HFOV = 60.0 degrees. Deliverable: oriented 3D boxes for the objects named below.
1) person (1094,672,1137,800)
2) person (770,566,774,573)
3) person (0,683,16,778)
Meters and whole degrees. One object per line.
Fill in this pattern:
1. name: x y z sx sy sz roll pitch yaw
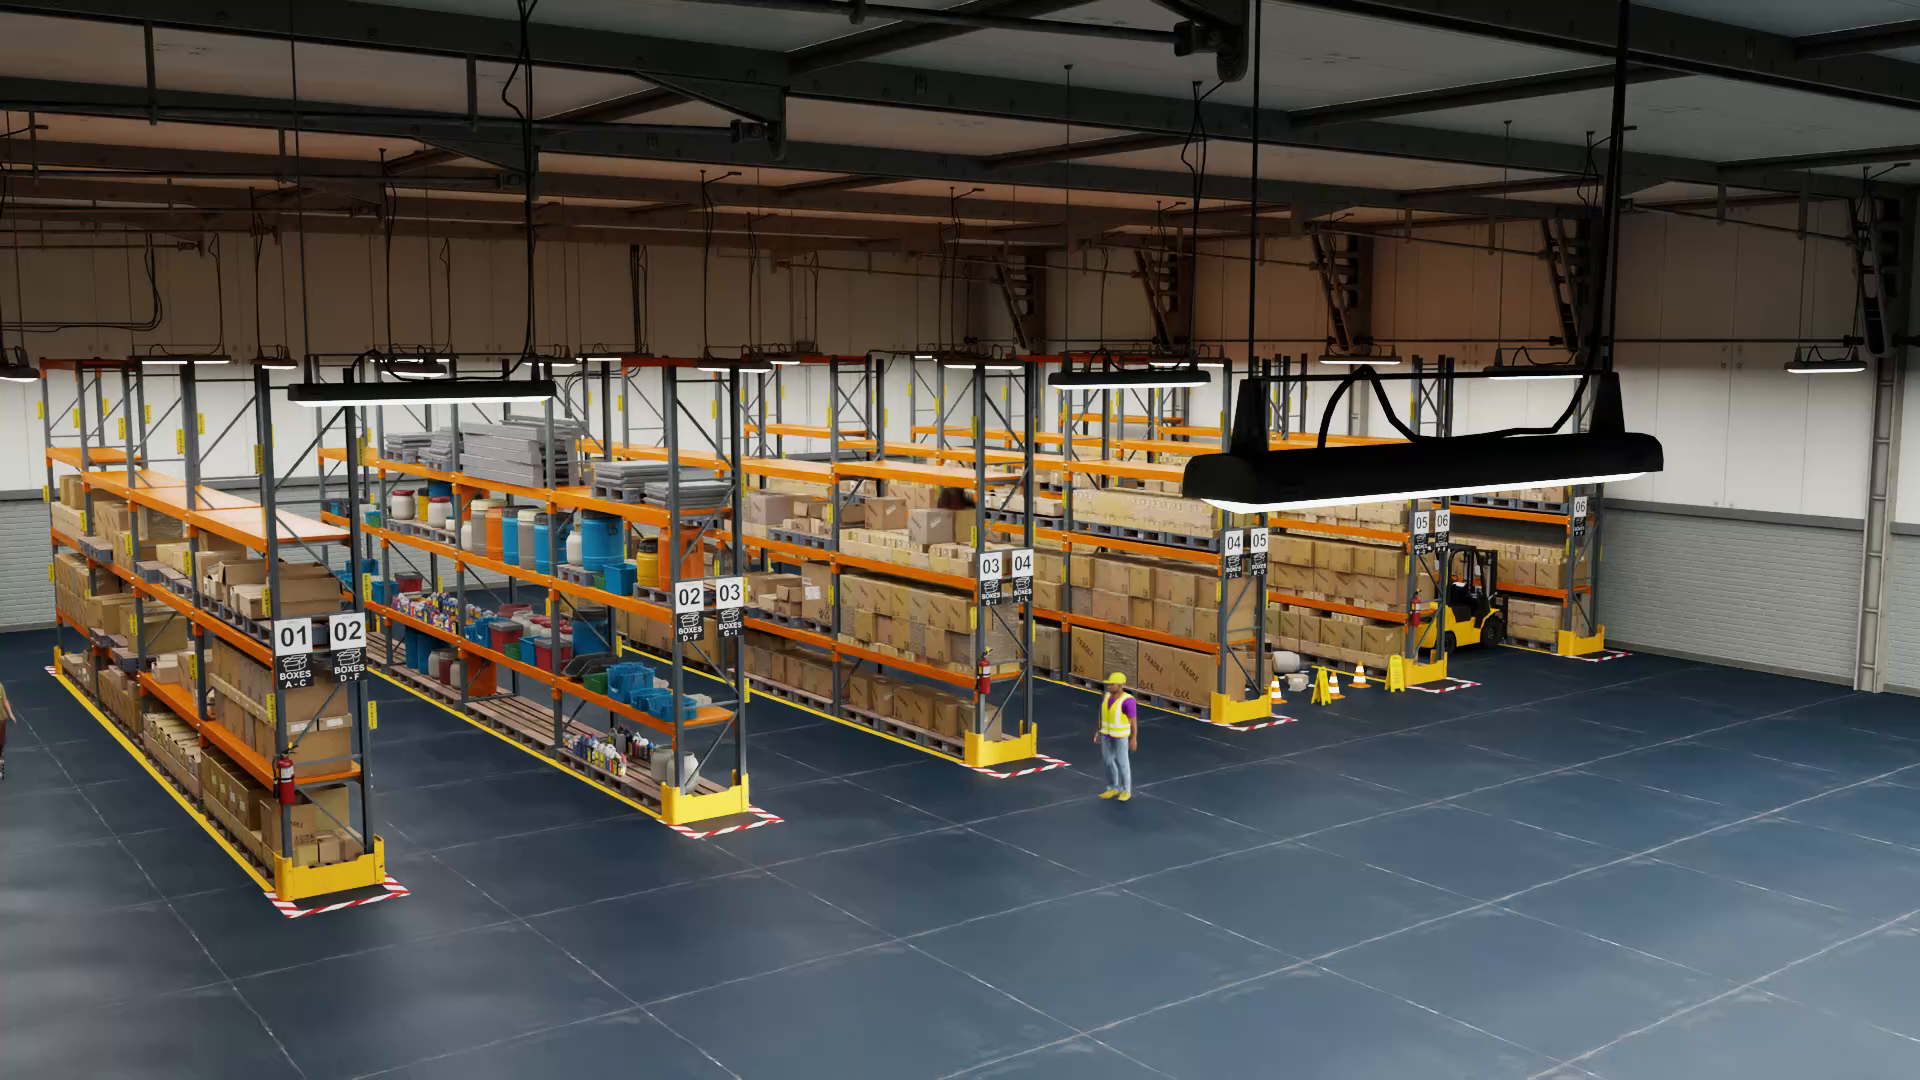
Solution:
1. person: 2.151 2.711 22.928 0.696 1.798 0.365 6 9 41
2. person: -3.895 1.416 33.984 0.643 1.770 0.953 -5 8 -34
3. person: -14.132 2.622 24.257 0.611 1.621 1.064 -6 9 -40
